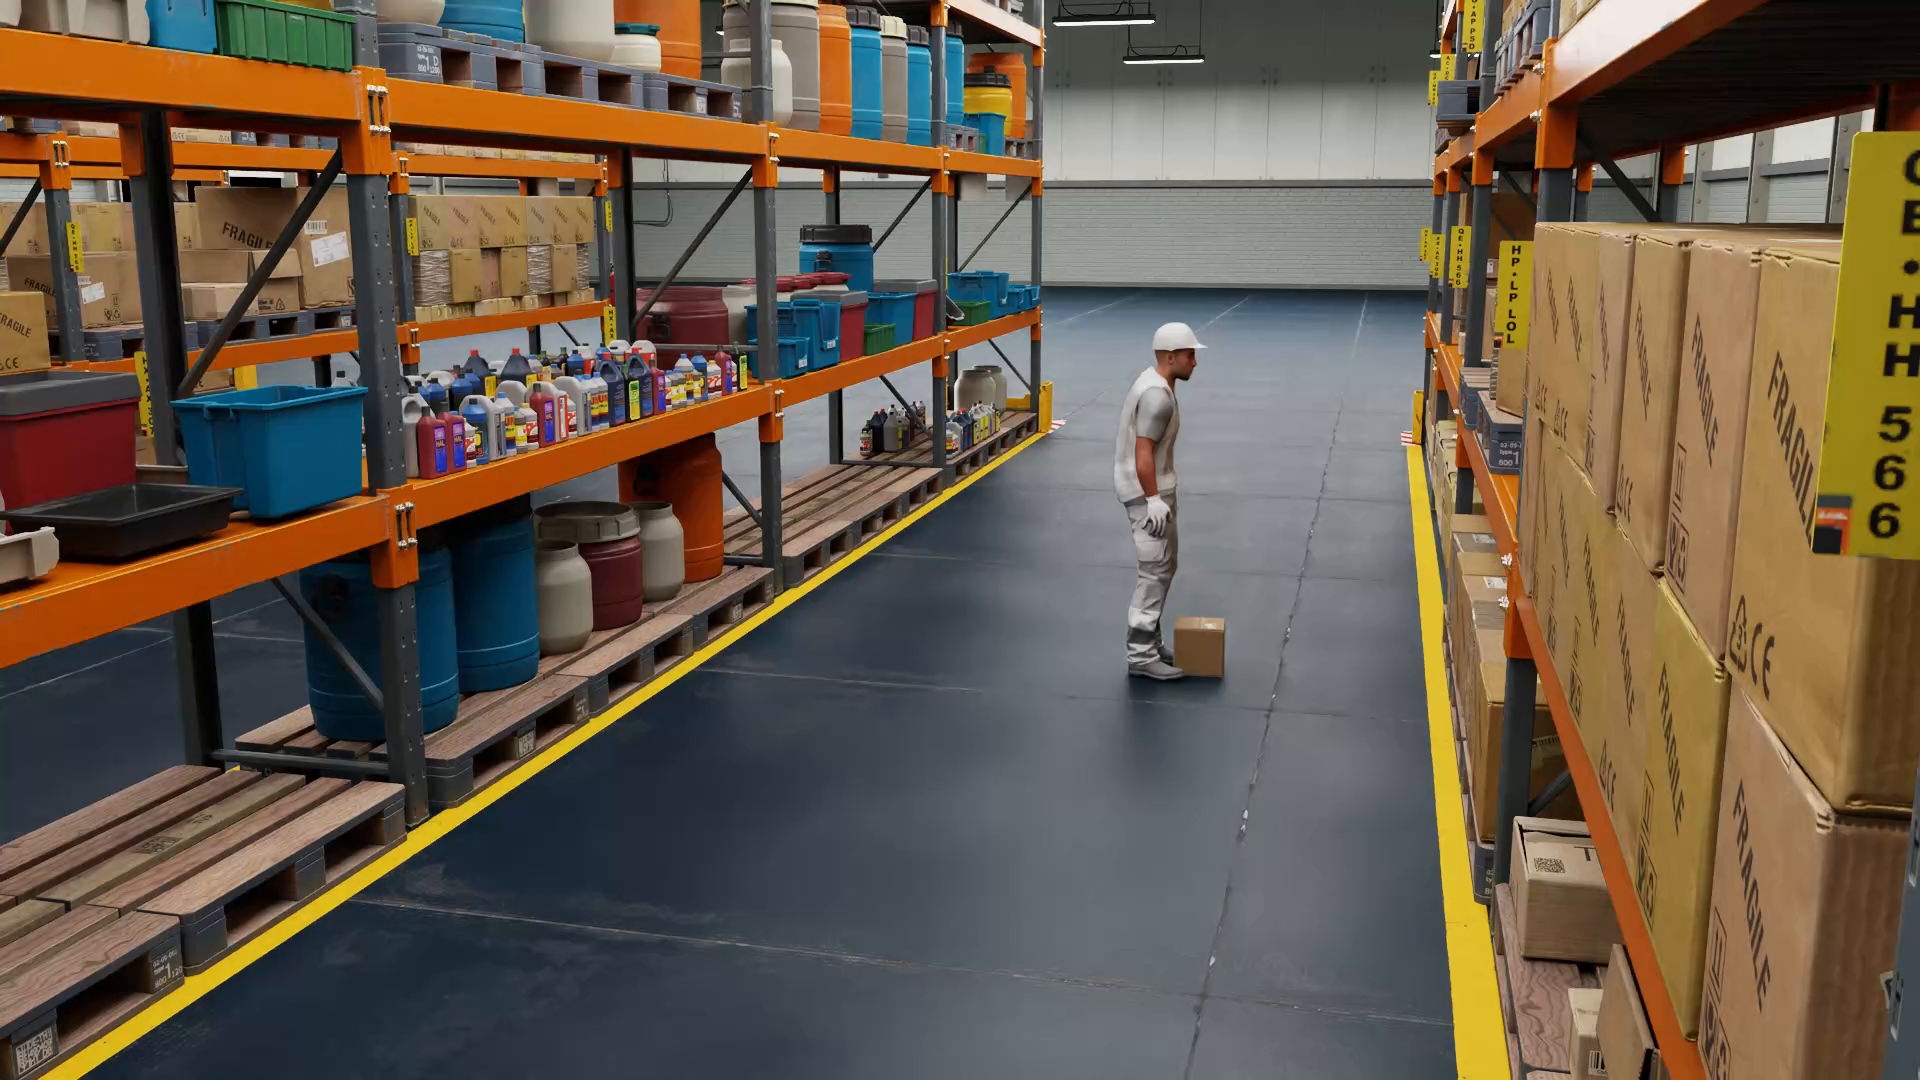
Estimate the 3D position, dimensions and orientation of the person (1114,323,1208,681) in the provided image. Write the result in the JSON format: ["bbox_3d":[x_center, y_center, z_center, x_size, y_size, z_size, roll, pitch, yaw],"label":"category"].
[{"bbox_3d":[1.010,-0.210,8.458,0.454,1.777,0.608,2,12,11],"label":"person"}]
